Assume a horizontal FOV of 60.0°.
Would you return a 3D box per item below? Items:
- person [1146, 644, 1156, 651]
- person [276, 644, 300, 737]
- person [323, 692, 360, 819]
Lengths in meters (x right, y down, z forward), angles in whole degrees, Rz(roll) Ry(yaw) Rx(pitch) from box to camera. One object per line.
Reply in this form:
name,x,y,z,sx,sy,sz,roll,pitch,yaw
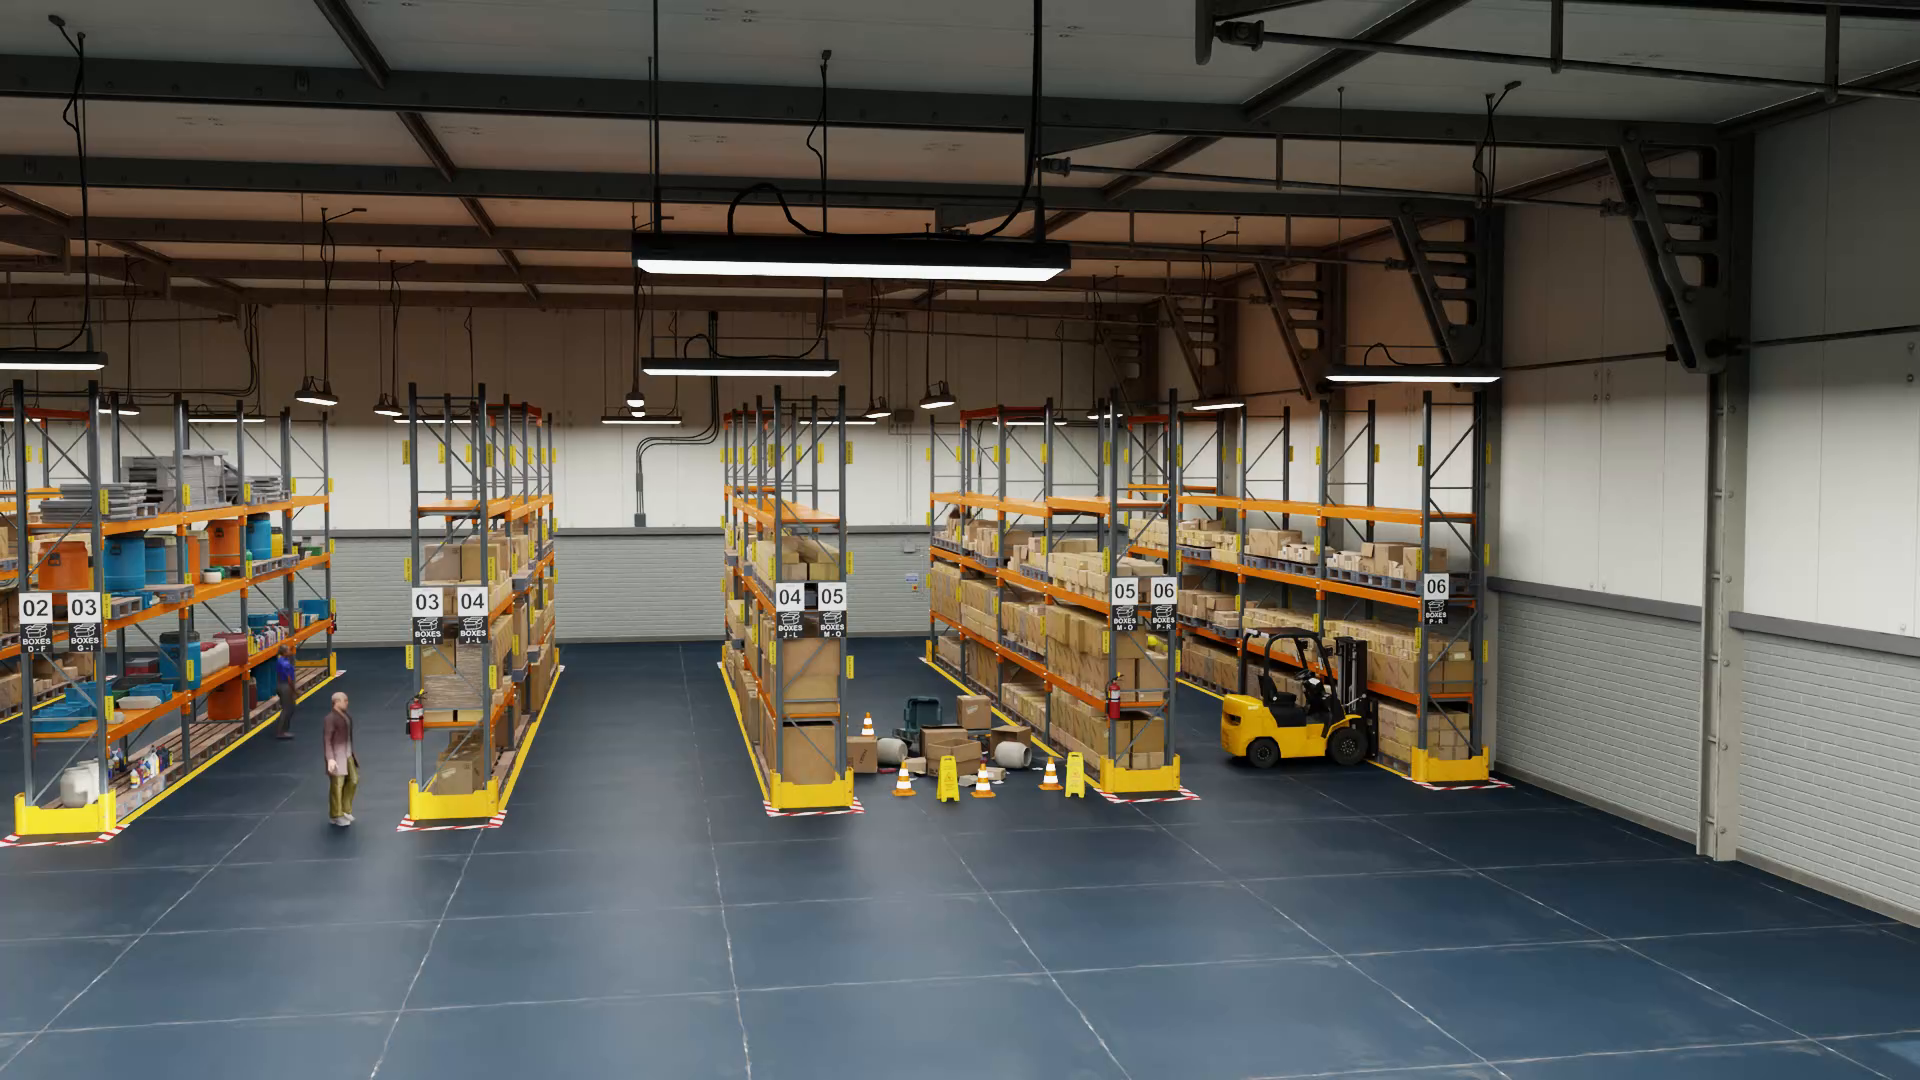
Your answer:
person,3.397,2.616,29.694,0.593,1.714,0.503,0,3,-8
person,-11.922,2.694,29.458,0.473,1.703,0.460,3,4,44
person,-8.440,2.927,22.661,0.376,1.713,0.683,0,3,6
